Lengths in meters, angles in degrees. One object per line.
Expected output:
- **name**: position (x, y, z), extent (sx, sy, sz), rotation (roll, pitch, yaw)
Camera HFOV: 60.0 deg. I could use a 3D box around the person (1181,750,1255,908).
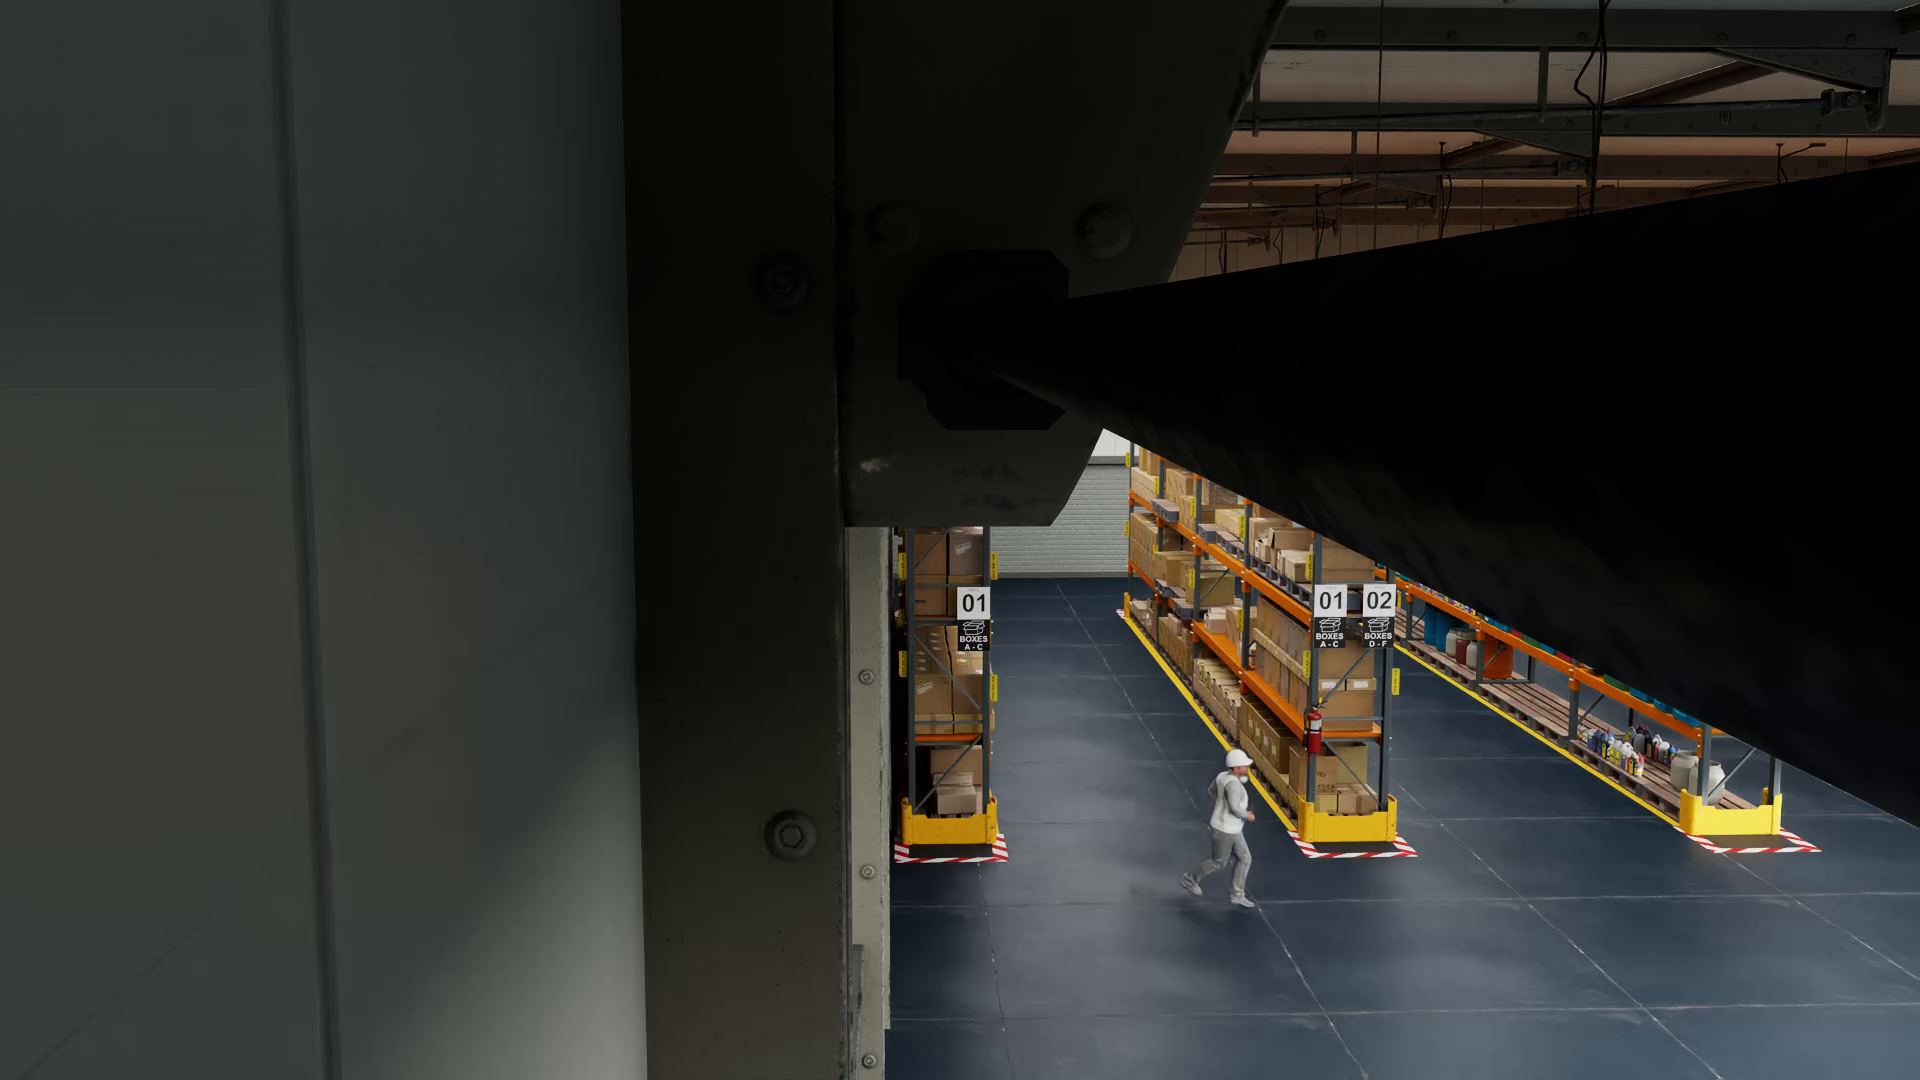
- **person**: position (2.828, 3.149, 18.172), extent (0.818, 1.761, 0.617), rotation (1, 7, 11)
